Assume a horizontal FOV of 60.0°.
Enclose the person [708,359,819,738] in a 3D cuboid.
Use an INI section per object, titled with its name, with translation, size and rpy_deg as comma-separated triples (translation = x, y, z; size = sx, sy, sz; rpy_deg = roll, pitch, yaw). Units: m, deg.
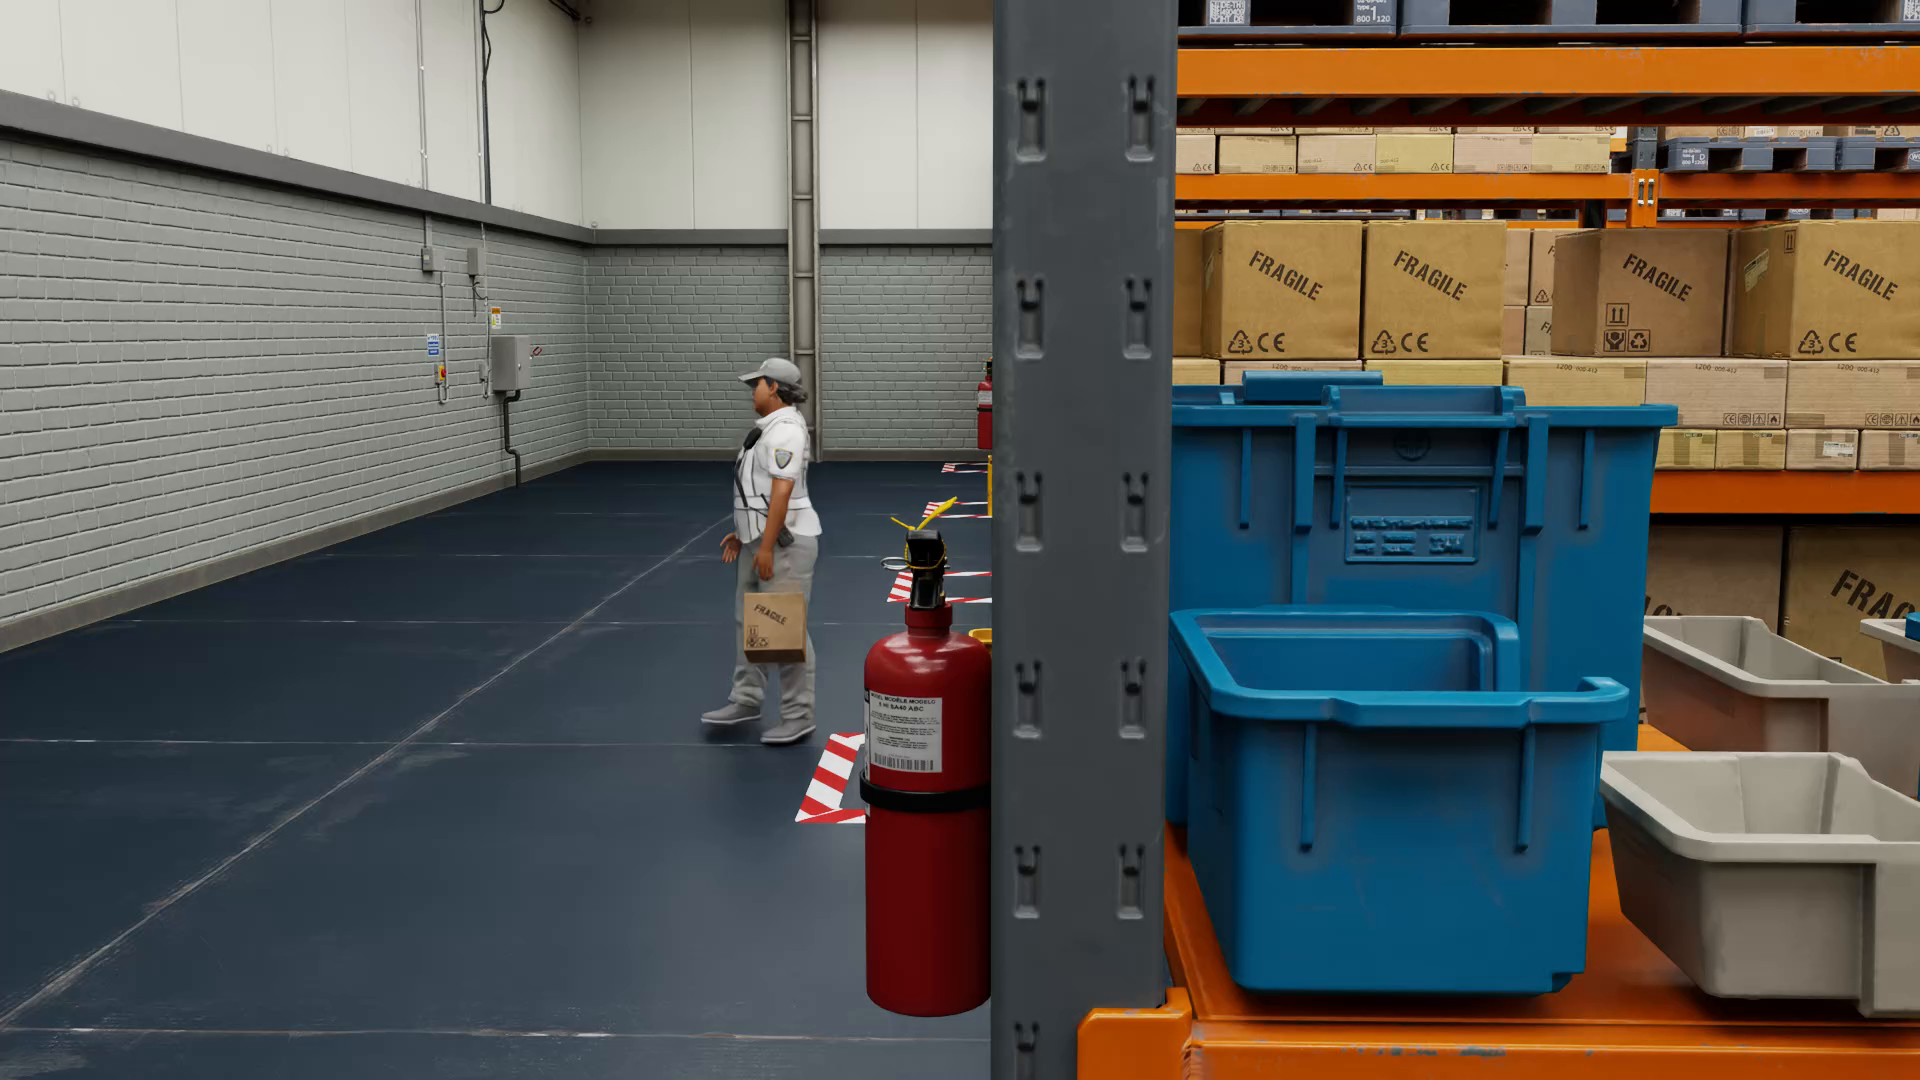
[person]
translation = -0.883, 0.021, 7.450
size = 0.565, 1.653, 0.581
rpy_deg = 3, 8, 23
